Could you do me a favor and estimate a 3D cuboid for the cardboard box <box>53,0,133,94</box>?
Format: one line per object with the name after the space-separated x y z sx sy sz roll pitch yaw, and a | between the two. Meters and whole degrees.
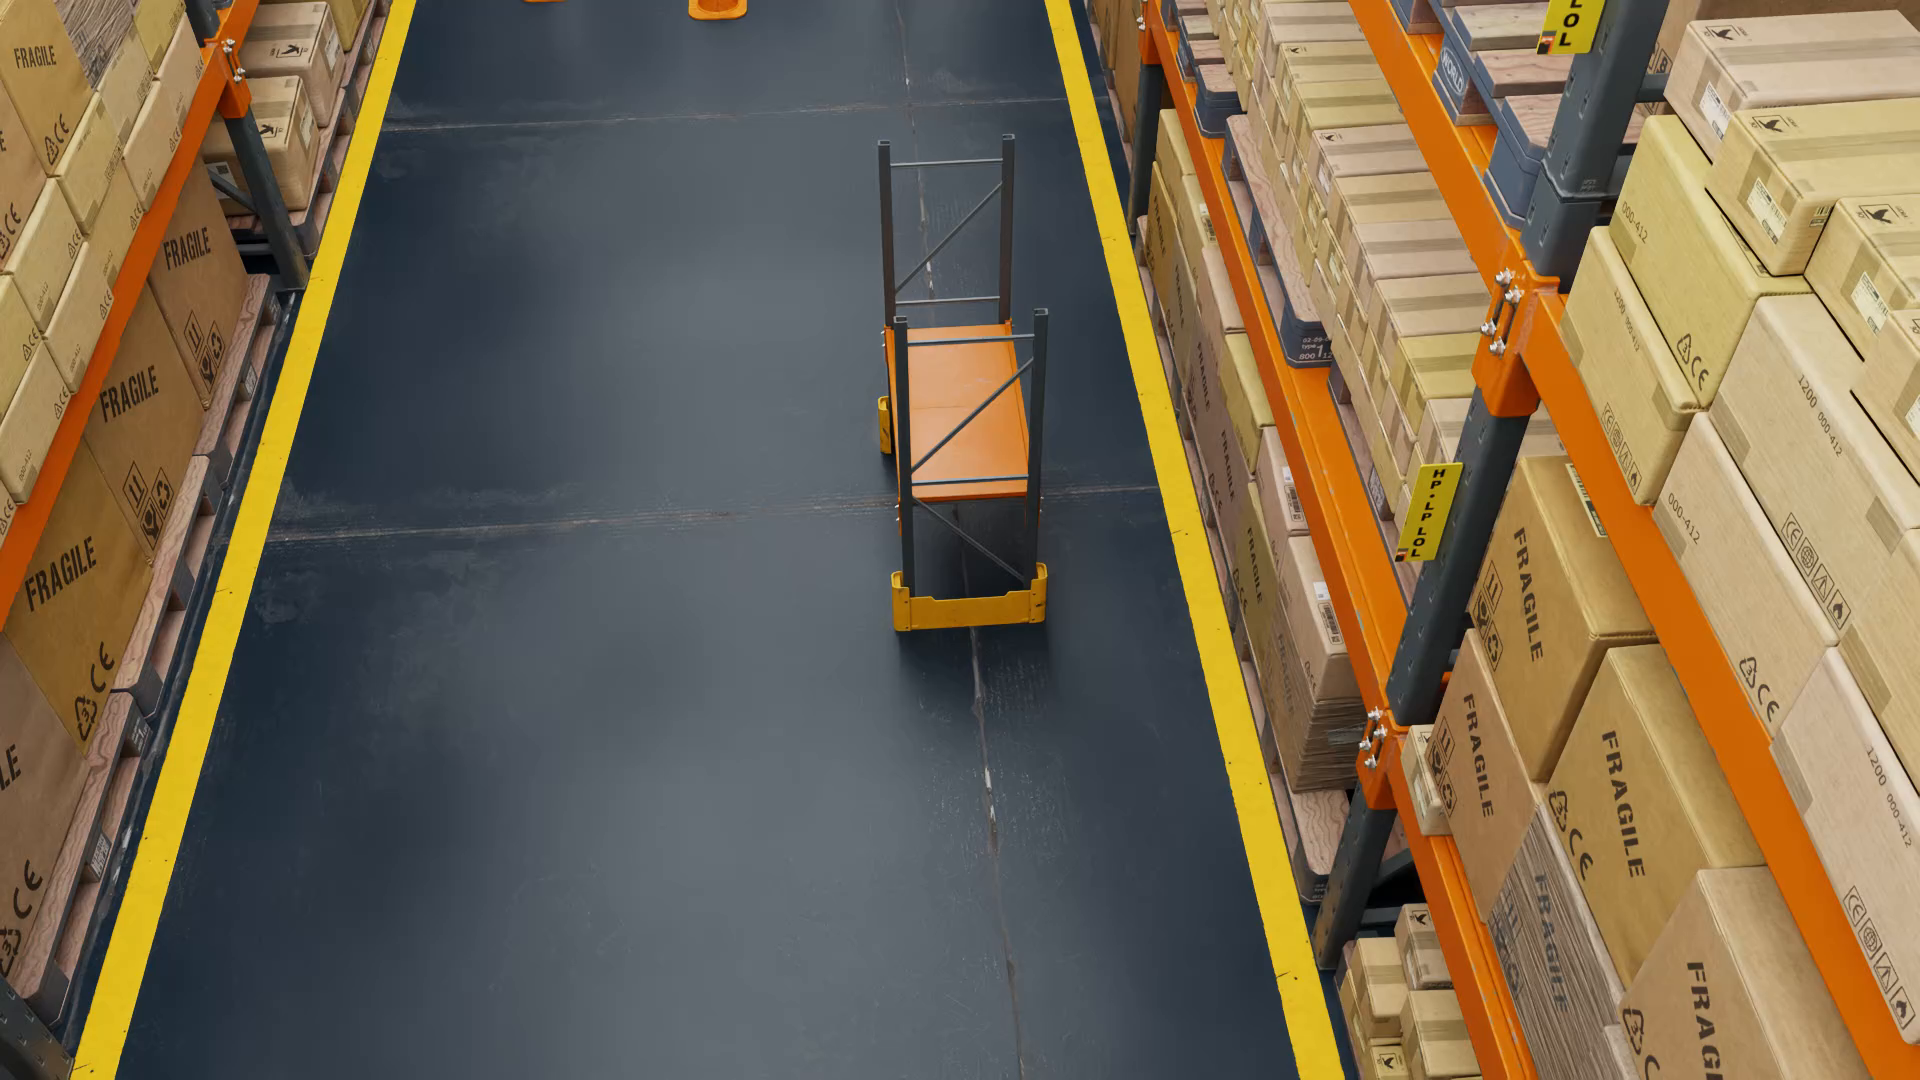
-3.242 -1.870 5.697 0.500 0.500 0.500 -3 47 -3 | cardboard box

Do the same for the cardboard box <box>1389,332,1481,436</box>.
1.411 -0.436 4.571 0.380 0.149 0.250 -5 47 -4 | cardboard box

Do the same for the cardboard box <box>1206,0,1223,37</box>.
1.186 -2.122 6.578 0.380 0.149 0.250 -1 47 -1 | cardboard box

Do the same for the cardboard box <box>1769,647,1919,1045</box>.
1.513 0.411 2.332 0.500 0.250 0.500 -2 47 -2 | cardboard box

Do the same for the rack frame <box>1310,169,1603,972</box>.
1.662 0.300 4.400 1.000 3.000 0.127 -3 47 -3 | rack frame

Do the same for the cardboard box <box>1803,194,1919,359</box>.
1.512 -0.387 2.469 0.380 0.149 0.250 -4 47 -4 | cardboard box

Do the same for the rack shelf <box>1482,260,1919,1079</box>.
1.830 0.963 2.202 1.077 0.370 4.000 -3 47 -3 | rack shelf

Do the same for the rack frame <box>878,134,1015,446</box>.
-0.050 -0.945 6.612 0.500 1.500 0.032 -3 47 -3 | rack frame

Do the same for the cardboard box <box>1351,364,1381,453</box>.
1.390 -0.402 4.948 0.380 0.149 0.250 -4 47 -3 | cardboard box

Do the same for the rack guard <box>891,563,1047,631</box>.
0.035 0.219 6.370 0.587 0.250 0.087 -3 47 -3 | rack guard

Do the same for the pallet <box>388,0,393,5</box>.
-3.865 -3.592 10.007 1.003 0.211 1.213 -3 47 -3 | pallet

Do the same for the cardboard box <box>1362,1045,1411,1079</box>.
1.395 1.611 4.832 0.380 0.149 0.250 -2 47 -2 | cardboard box

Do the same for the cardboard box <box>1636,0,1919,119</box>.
1.740 -1.191 3.388 0.700 0.500 0.500 -3 47 -3 | cardboard box

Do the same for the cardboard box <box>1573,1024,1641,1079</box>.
1.507 1.261 3.216 0.500 0.500 0.500 -4 47 -4 | cardboard box

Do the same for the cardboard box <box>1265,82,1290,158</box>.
1.277 -1.461 5.747 0.380 0.149 0.250 -4 47 -4 | cardboard box

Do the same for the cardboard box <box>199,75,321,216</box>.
-3.634 -1.871 7.976 0.950 0.372 0.625 -6 47 -6 | cardboard box

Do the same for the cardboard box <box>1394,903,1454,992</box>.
1.485 1.193 4.819 0.380 0.149 0.250 -2 47 -2 | cardboard box

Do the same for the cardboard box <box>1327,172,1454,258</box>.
1.352 -0.991 5.096 0.380 0.149 0.250 -5 47 -5 | cardboard box

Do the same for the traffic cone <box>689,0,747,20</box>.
-1.412 -3.281 9.539 0.336 0.463 0.334 -3 47 -3 | traffic cone

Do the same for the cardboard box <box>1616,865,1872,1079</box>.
1.527 0.901 2.868 0.500 0.500 0.500 -3 47 -3 | cardboard box

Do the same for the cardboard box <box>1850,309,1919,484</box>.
1.489 -0.196 2.288 0.380 0.149 0.250 -5 47 -4 | cardboard box

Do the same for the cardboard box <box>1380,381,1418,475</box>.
1.409 -0.327 4.673 0.380 0.149 0.250 -3 47 -3 | cardboard box

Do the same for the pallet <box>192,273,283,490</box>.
-3.606 -0.686 7.255 1.003 0.211 1.213 -3 47 -3 | pallet

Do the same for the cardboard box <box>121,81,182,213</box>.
-3.237 -1.450 6.161 0.500 0.250 0.500 -3 47 -3 | cardboard box

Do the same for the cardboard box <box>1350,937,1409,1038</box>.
1.374 1.315 4.908 0.380 0.149 0.250 -2 47 -1 | cardboard box

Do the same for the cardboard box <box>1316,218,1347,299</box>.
1.343 -0.893 5.208 0.380 0.149 0.250 -6 47 -5 | cardboard box

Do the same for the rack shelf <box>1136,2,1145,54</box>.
1.160 -3.794 8.773 1.077 0.370 4.000 -3 47 -3 | rack shelf

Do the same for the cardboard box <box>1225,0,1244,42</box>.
1.218 -2.004 6.261 0.380 0.149 0.250 -5 47 -5 | cardboard box

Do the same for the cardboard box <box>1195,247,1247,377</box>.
1.215 -0.898 6.450 0.500 0.250 0.500 -3 47 -3 | cardboard box

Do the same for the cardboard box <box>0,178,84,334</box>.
-3.150 -0.890 5.286 0.500 0.250 0.500 -5 47 -4 | cardboard box

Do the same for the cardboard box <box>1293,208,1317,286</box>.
1.319 -0.976 5.492 0.380 0.149 0.250 -2 47 -2 | cardboard box

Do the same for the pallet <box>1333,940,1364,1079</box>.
1.754 1.742 4.954 1.003 0.211 1.213 -3 47 -3 | pallet

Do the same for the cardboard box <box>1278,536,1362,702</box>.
1.348 0.234 5.379 0.500 0.250 0.500 -5 47 -4 | cardboard box

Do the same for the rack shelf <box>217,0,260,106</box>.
-3.764 -3.420 8.418 1.077 0.370 4.000 -3 47 -3 | rack shelf

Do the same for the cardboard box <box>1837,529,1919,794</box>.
1.529 0.236 2.153 0.500 0.250 0.500 -3 47 -3 | cardboard box

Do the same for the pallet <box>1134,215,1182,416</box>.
1.391 -1.070 7.618 1.003 0.211 1.213 -3 47 -3 | pallet

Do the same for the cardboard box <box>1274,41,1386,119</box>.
1.285 -1.560 5.635 0.380 0.149 0.250 -2 47 -2 | cardboard box

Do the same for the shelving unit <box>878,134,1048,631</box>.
-0.006 -0.571 6.258 0.587 1.500 1.083 -3 47 -3 | shelving unit

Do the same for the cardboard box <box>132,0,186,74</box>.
-3.303 -2.006 6.343 0.500 0.250 0.500 -4 47 -3 | cardboard box

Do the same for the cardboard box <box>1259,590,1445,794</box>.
1.349 0.495 5.648 0.500 0.500 0.500 -4 47 -4 | cardboard box

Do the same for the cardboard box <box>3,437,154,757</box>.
-3.477 0.163 5.704 0.875 0.875 0.875 -2 47 -2 | cardboard box

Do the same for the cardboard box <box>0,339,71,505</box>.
-3.108 -0.355 5.124 0.500 0.250 0.500 -4 47 -4 | cardboard box

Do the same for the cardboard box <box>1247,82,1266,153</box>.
1.258 -1.539 6.026 0.380 0.149 0.250 -2 47 -2 | cardboard box

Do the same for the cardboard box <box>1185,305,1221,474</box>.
1.226 -0.617 6.701 0.500 0.500 0.500 -5 47 -4 | cardboard box

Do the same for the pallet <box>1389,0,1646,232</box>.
1.717 -1.120 3.808 1.213 0.211 1.003 -3 47 -3 | pallet

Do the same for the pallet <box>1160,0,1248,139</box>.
1.493 -2.019 6.728 1.213 0.211 1.003 -3 47 -3 | pallet
